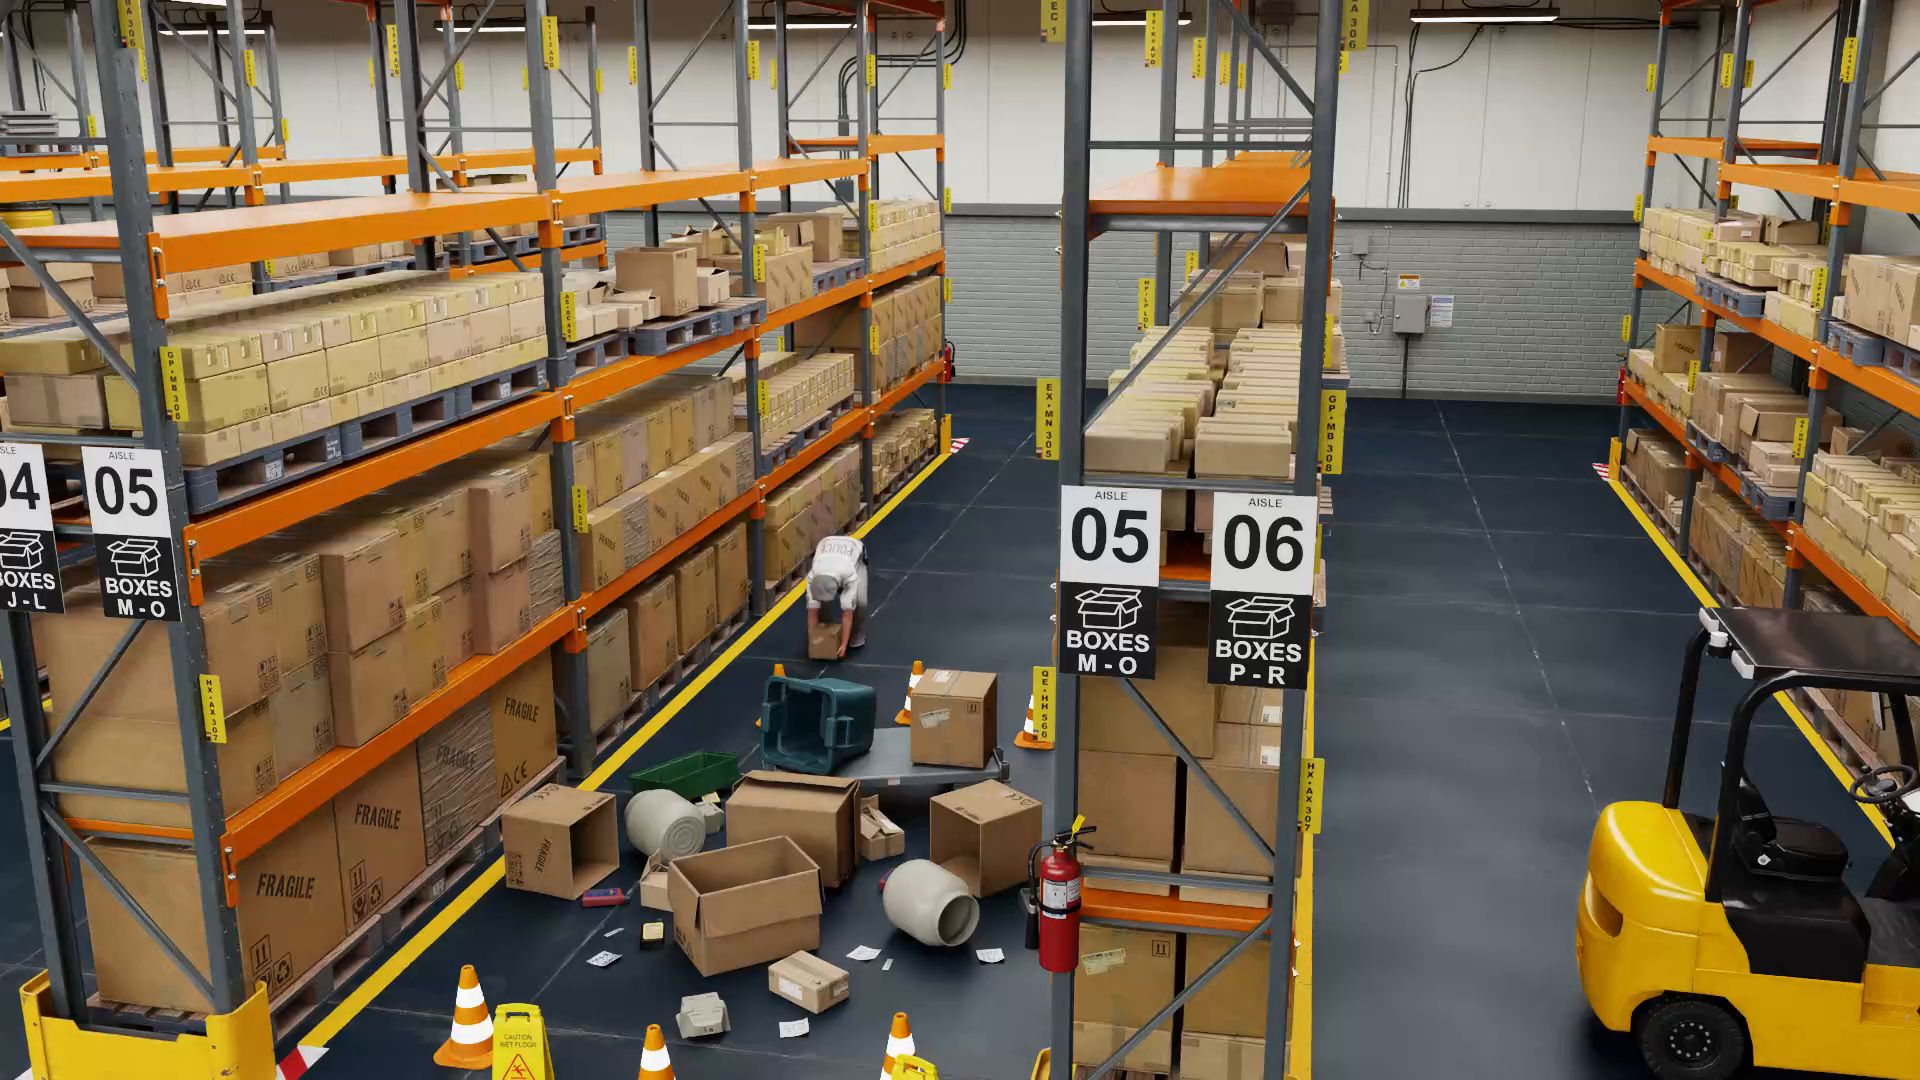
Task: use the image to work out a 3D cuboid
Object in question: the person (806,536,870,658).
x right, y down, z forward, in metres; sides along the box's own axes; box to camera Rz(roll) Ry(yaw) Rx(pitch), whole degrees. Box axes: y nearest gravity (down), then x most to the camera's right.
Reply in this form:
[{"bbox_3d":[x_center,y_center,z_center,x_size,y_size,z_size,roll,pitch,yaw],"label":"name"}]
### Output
[{"bbox_3d":[-1.089,0.498,14.643,0.538,0.966,1.023,2,15,9],"label":"person"}]
